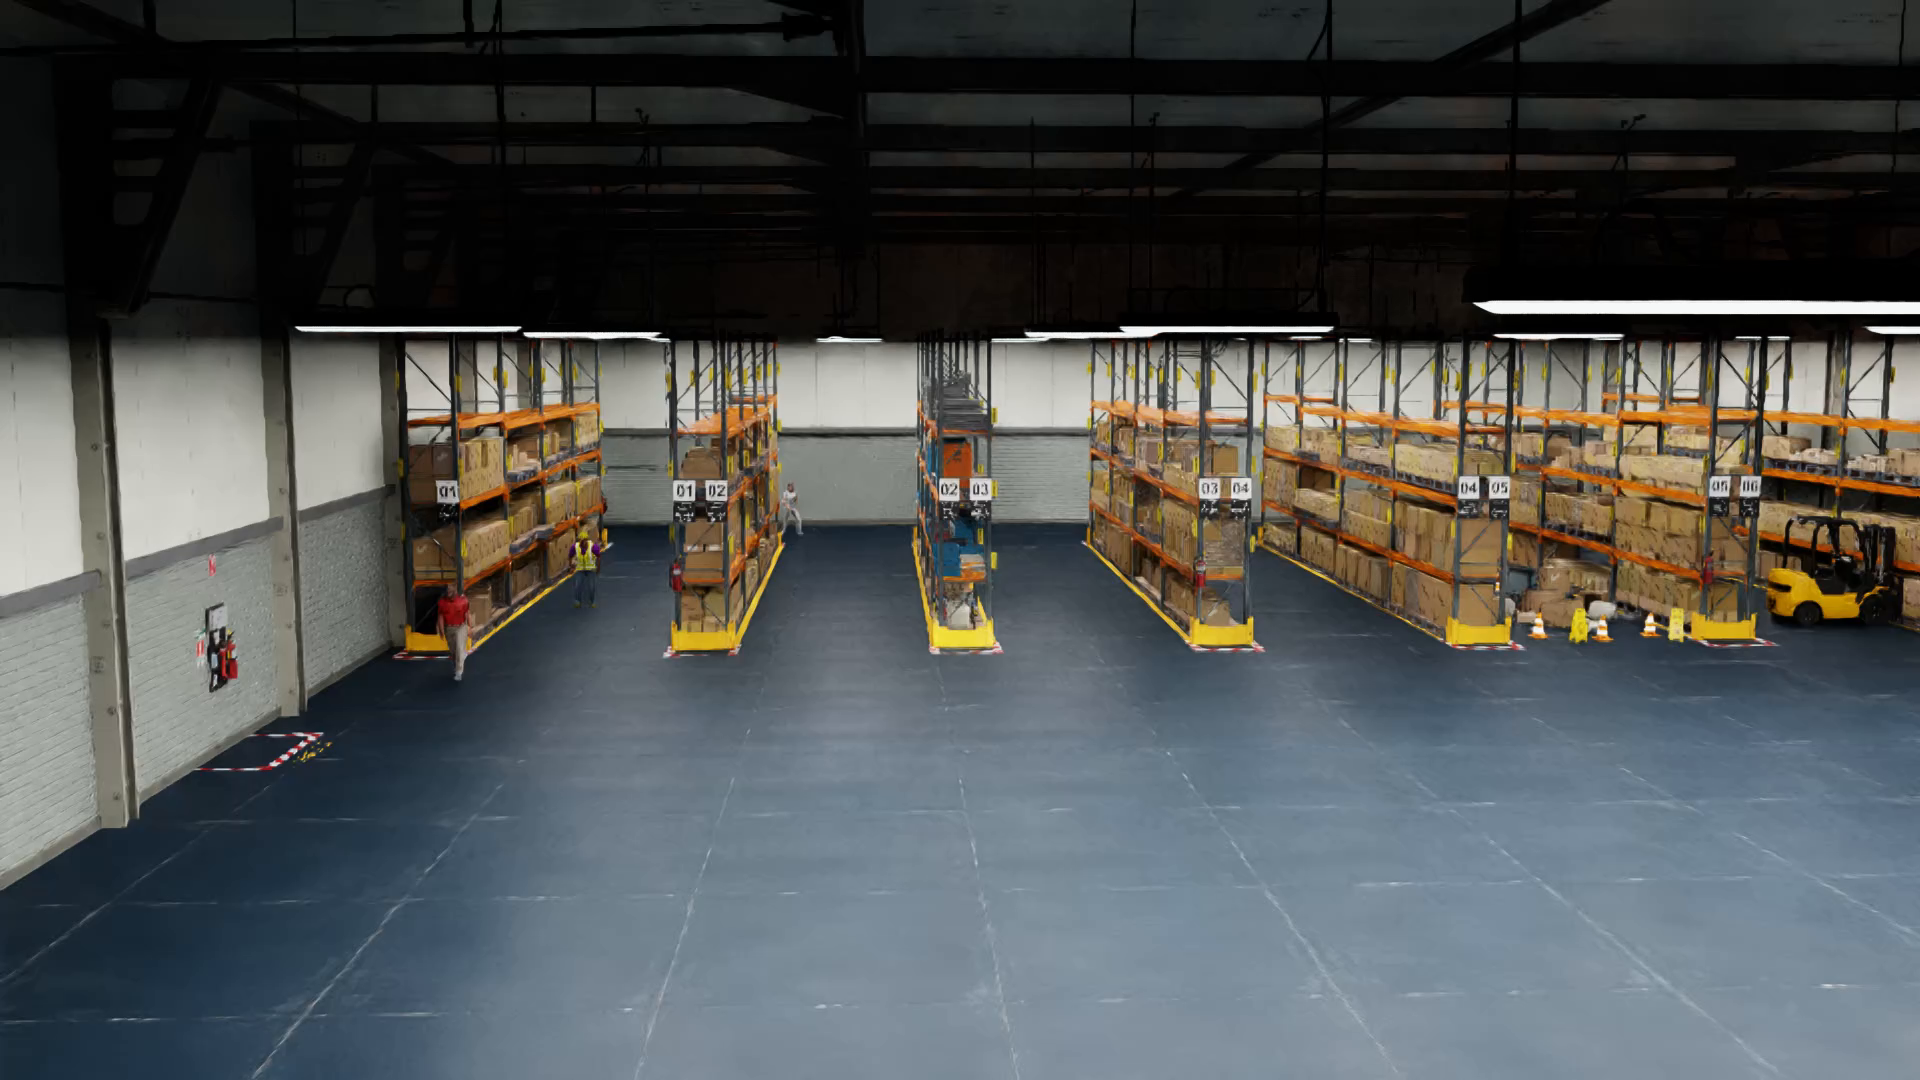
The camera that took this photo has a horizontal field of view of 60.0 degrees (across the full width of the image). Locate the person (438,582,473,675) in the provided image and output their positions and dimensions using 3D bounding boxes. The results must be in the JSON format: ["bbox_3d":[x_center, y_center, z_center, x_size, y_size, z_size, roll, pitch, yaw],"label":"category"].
[{"bbox_3d":[-8.691,1.489,28.614,0.544,1.584,0.912,0,7,0],"label":"person"}]

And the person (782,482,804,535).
[{"bbox_3d":[-5.070,-0.962,49.897,0.609,1.604,0.814,-2,7,-19],"label":"person"}]

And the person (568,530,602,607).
[{"bbox_3d":[-8.142,0.631,36.092,0.719,1.714,0.578,-1,7,-4],"label":"person"}]
